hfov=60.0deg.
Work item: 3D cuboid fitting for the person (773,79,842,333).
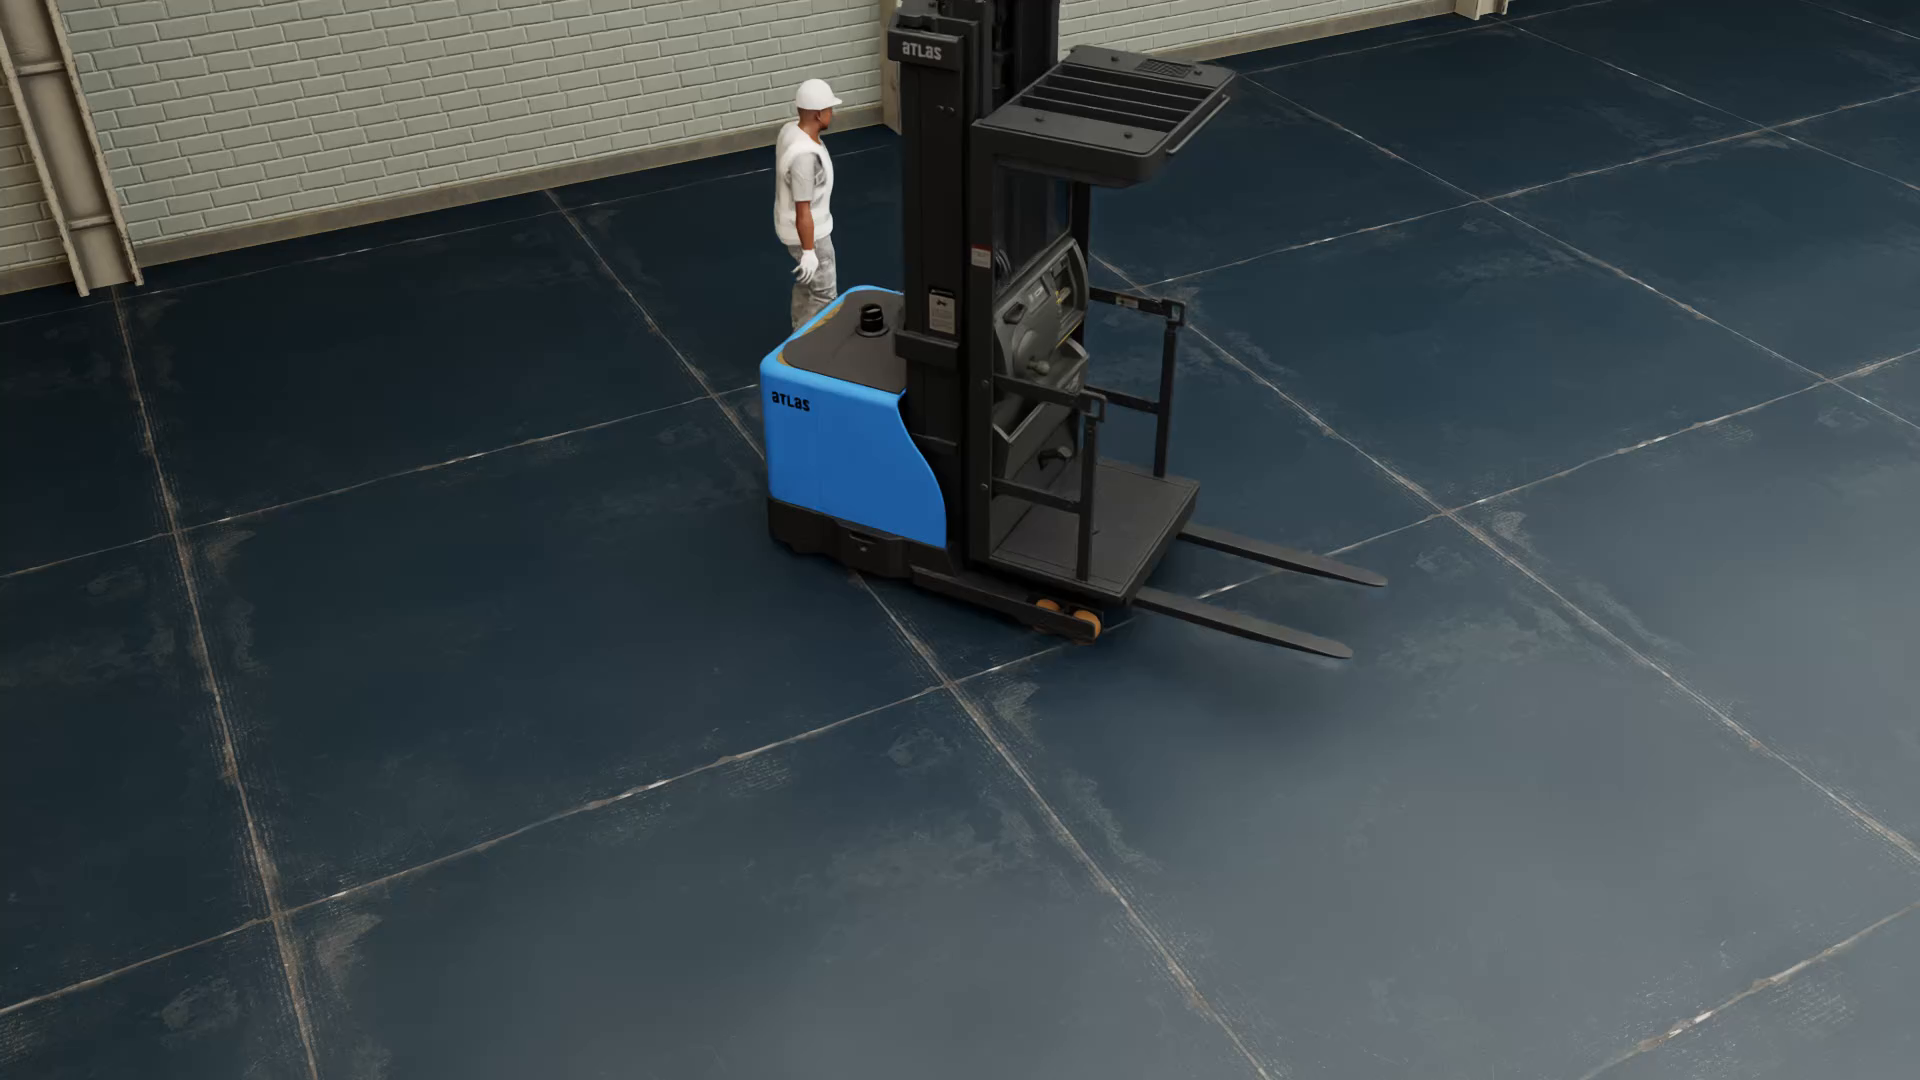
[{"bbox_3d":[-0.869,-1.835,9.742,0.426,1.752,0.833,-8,36,-11],"label":"person"}]

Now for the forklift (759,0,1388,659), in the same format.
[{"bbox_3d":[0.561,-1.045,7.601,3.031,2.935,1.130,16,38,22],"label":"forklift"}]
